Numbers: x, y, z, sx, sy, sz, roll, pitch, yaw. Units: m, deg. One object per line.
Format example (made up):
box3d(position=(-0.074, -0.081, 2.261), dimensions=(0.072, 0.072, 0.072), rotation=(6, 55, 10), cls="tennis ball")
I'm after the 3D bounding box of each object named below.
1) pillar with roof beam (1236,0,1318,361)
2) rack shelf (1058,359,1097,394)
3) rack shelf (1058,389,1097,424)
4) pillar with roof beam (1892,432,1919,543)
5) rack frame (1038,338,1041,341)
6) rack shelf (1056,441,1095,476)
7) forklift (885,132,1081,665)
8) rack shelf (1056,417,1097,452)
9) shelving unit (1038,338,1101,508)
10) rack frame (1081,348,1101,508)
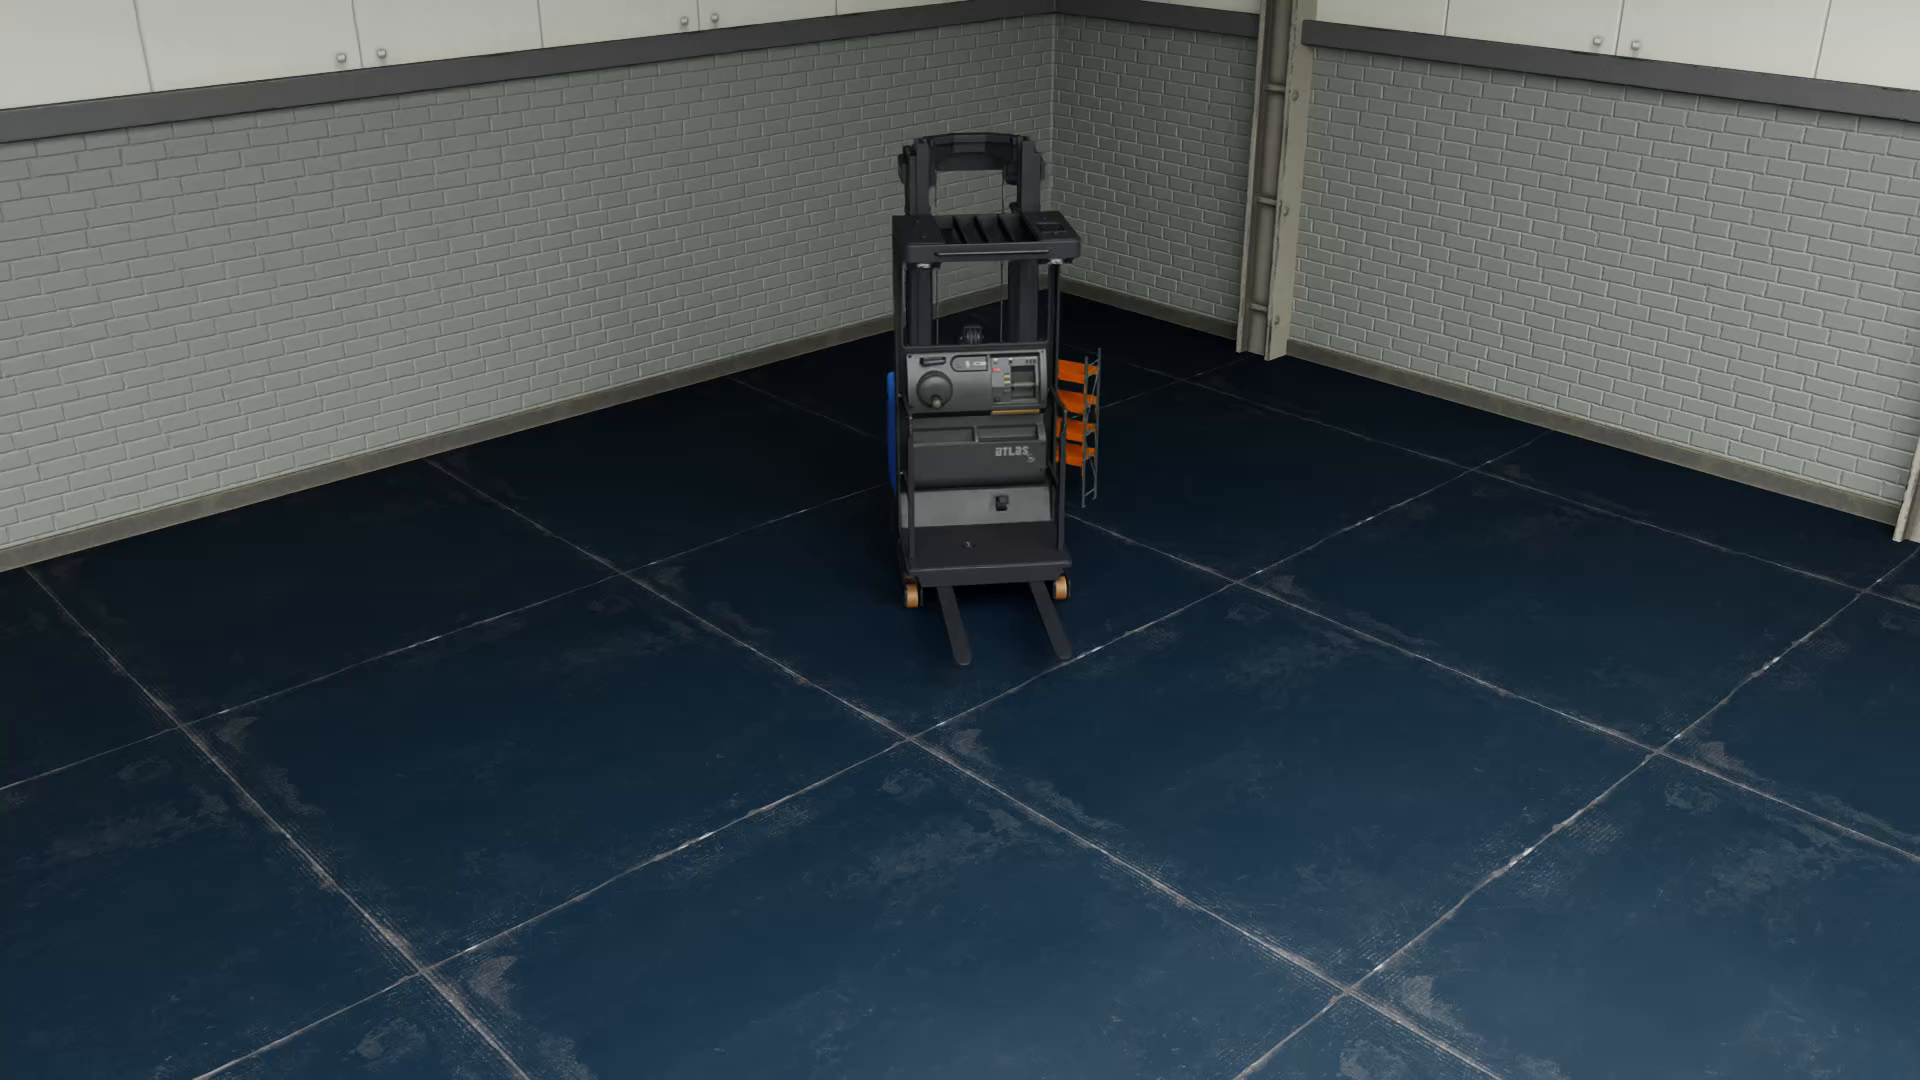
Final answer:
box3d(position=(-0.242, -4.677, 11.457), dimensions=(9.100, 9.000, 0.400), rotation=(-21, 32, -38), cls="pillar with roof beam")
box3d(position=(0.761, -1.232, 12.350), dimensions=(0.480, 0.148, 0.258), rotation=(13, 29, 26), cls="rack shelf")
box3d(position=(0.763, -1.019, 12.451), dimensions=(0.480, 0.148, 0.258), rotation=(13, 29, 26), cls="rack shelf")
box3d(position=(3.859, -2.859, 7.472), dimensions=(9.100, 9.000, 0.400), rotation=(-21, 32, -38), cls="pillar with roof beam")
box3d(position=(0.551, -0.927, 12.626), dimensions=(0.015, 1.200, 0.240), rotation=(13, 29, 26), cls="rack frame")
box3d(position=(0.767, -0.638, 12.633), dimensions=(0.480, 0.148, 0.258), rotation=(13, 29, 26), cls="rack shelf")
box3d(position=(0.140, -1.031, 10.775), dimensions=(1.130, 2.935, 3.031), rotation=(-3, 25, -6), cls="forklift")
box3d(position=(0.765, -0.817, 12.548), dimensions=(0.480, 0.148, 0.258), rotation=(13, 29, 26), cls="rack shelf")
box3d(position=(0.765, -0.878, 12.519), dimensions=(0.503, 1.200, 0.258), rotation=(13, 29, 26), cls="shelving unit")
box3d(position=(0.978, -0.829, 12.411), dimensions=(0.015, 1.200, 0.240), rotation=(13, 29, 26), cls="rack frame")
